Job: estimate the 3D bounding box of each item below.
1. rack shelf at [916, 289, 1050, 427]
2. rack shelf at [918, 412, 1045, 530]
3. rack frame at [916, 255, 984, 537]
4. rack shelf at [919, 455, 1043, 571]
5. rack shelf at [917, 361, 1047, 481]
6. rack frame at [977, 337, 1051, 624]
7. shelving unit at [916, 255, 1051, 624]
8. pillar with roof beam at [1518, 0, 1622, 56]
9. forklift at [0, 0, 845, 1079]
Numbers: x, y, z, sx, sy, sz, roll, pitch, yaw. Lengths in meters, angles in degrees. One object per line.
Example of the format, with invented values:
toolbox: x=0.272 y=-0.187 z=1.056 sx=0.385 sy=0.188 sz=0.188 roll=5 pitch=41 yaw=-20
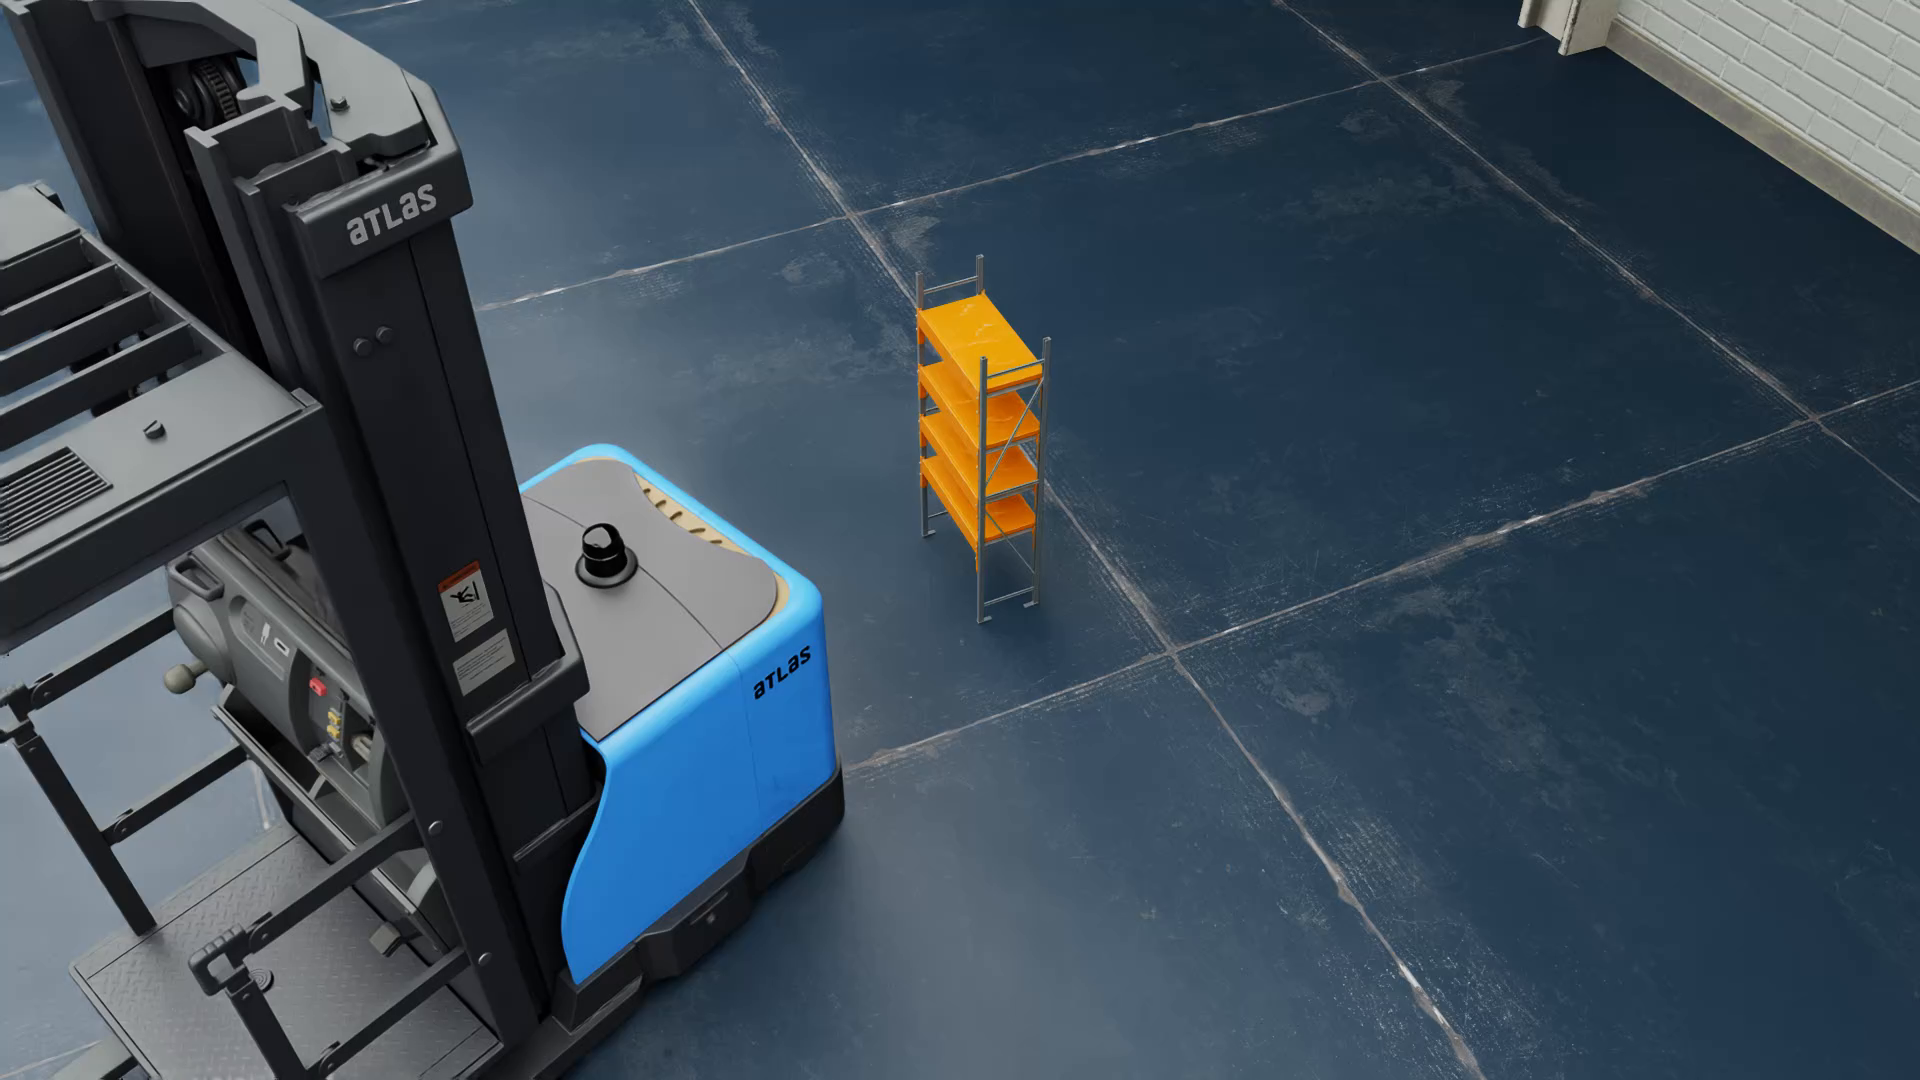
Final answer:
rack shelf: x=0.070 y=-0.601 z=5.446 sx=0.258 sy=0.148 sz=0.480 roll=-18 pitch=47 yaw=-17
rack shelf: x=0.070 y=-0.274 z=5.769 sx=0.258 sy=0.148 sz=0.480 roll=-18 pitch=47 yaw=-17
rack frame: x=-0.033 y=-0.477 z=5.879 sx=0.240 sy=1.200 sz=0.015 roll=-18 pitch=47 yaw=-17
rack shelf: x=0.070 y=-0.132 z=5.908 sx=0.258 sy=0.148 sz=0.480 roll=-18 pitch=47 yaw=-17
rack shelf: x=0.070 y=-0.433 z=5.612 sx=0.258 sy=0.148 sz=0.480 roll=-18 pitch=47 yaw=-17
rack frame: x=0.172 y=-0.166 z=5.564 sx=0.240 sy=1.200 sz=0.015 roll=-18 pitch=47 yaw=-17
shelving unit: x=0.070 y=-0.322 z=5.722 sx=0.258 sy=1.200 sz=0.503 roll=-18 pitch=47 yaw=-17
pillar with roof beam: x=-0.628 y=-4.685 z=4.591 sx=9.100 sy=9.000 sz=0.400 roll=-18 pitch=47 yaw=-17
forklift: x=-1.735 y=0.392 z=3.766 sx=1.130 sy=2.935 sz=3.031 roll=33 pitch=53 yaw=29
